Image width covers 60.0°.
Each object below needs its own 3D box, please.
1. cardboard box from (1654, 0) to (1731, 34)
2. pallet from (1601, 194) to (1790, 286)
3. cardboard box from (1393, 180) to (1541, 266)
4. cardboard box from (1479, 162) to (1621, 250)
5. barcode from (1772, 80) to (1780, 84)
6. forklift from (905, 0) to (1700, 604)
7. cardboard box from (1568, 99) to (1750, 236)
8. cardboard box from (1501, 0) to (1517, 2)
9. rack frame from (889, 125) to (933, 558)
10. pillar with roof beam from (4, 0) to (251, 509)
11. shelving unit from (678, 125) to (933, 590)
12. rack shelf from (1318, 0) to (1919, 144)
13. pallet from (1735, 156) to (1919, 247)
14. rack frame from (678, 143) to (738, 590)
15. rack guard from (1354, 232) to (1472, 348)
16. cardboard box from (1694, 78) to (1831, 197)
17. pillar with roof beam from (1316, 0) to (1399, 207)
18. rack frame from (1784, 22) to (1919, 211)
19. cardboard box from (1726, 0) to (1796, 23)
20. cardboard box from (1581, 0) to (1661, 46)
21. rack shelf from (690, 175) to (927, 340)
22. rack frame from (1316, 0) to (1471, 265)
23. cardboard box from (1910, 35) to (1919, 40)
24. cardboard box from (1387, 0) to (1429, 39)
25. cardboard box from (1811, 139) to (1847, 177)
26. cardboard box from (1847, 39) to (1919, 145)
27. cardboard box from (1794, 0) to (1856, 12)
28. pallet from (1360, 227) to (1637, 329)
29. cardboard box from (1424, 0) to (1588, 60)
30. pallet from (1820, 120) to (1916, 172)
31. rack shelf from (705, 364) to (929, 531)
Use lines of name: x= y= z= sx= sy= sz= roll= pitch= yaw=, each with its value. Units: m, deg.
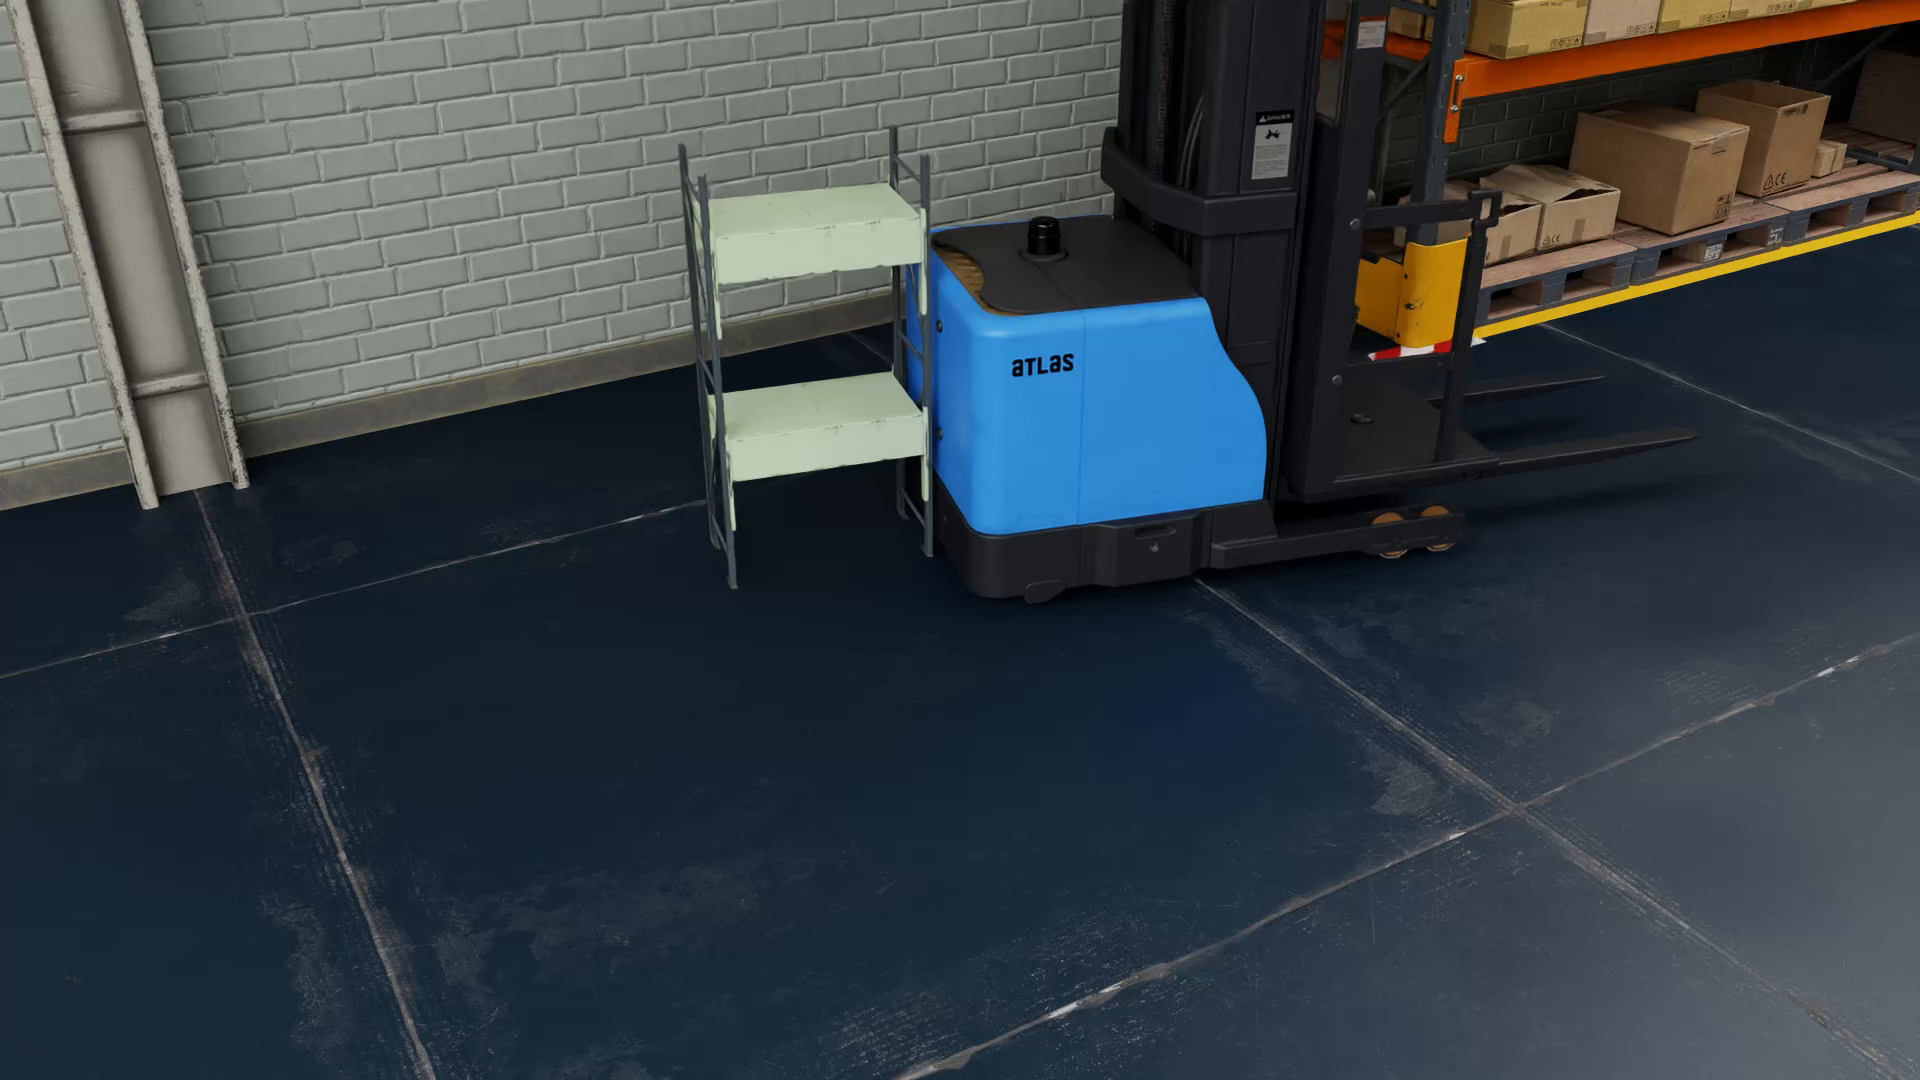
cardboard box: x=3.392 y=-2.666 z=8.111 sx=0.500 sy=0.250 sz=0.500 roll=-16 pitch=33 yaw=-27
pallet: x=3.762 y=-1.759 z=9.219 sx=1.213 sy=0.211 sz=1.003 roll=-16 pitch=33 yaw=-26
cardboard box: x=2.570 y=-1.628 z=8.422 sx=0.500 sy=0.311 sz=0.500 roll=-20 pitch=35 yaw=-32
cardboard box: x=3.061 y=-1.767 z=8.675 sx=0.500 sy=0.311 sz=0.500 roll=-13 pitch=31 yaw=-22
barcode: x=4.789 y=-2.666 z=9.776 sx=0.075 sy=0.075 sz=0.001 roll=-16 pitch=33 yaw=-26
forklift: x=1.362 y=-1.452 z=5.847 sx=3.031 sy=2.935 sz=1.130 roll=-8 pitch=30 yaw=-14
cardboard box: x=3.719 y=-2.009 z=8.917 sx=0.500 sy=0.500 sz=0.700 roll=-18 pitch=34 yaw=-29
cardboard box: x=2.492 y=-2.743 z=7.475 sx=0.500 sy=0.500 sz=0.500 roll=-16 pitch=33 yaw=-26
rack frame: x=-0.172 y=-0.684 z=5.936 sx=0.023 sy=1.500 sz=0.400 roll=-9 pitch=30 yaw=-16
pillar with roof beam: x=-0.899 y=-2.376 z=1.243 sx=0.400 sy=9.000 sz=9.100 roll=-16 pitch=33 yaw=-26
shelving unit: x=-0.519 y=-0.628 z=5.835 sx=0.755 sy=1.500 sz=0.431 roll=-9 pitch=30 yaw=-16
rack shelf: x=3.652 y=-2.655 z=8.701 sx=4.000 sy=0.370 sz=1.077 roll=-16 pitch=33 yaw=-26
pallet: x=4.815 y=-2.059 z=9.763 sx=1.213 sy=0.211 sz=1.003 roll=-16 pitch=33 yaw=-26
rack frame: x=-0.867 y=-0.572 z=5.735 sx=0.023 sy=1.500 sz=0.400 roll=-9 pitch=30 yaw=-16
rack guard: x=1.993 y=-1.404 z=8.278 sx=0.348 sy=0.500 sz=1.175 roll=-16 pitch=33 yaw=-26
cardboard box: x=4.502 y=-2.287 z=9.421 sx=0.500 sy=0.500 sz=0.500 roll=-19 pitch=34 yaw=-30
pillar with roof beam: x=4.274 y=-3.845 z=3.904 sx=0.400 sy=9.000 sz=9.100 roll=-16 pitch=33 yaw=-26
rack frame: x=5.376 y=-3.459 z=9.414 sx=0.127 sy=3.000 sz=1.000 roll=-16 pitch=33 yaw=-26
cardboard box: x=3.829 y=-2.789 z=8.333 sx=0.500 sy=0.250 sz=0.500 roll=-16 pitch=32 yaw=-26
cardboard box: x=2.950 y=-2.544 z=7.889 sx=0.500 sy=0.250 sz=0.500 roll=-17 pitch=33 yaw=-28
rack shelf: x=-0.519 y=-0.970 z=5.647 sx=0.720 sy=0.370 sz=0.431 roll=-9 pitch=30 yaw=-16
rack frame: x=1.928 y=-2.480 z=7.640 sx=0.127 sy=3.000 sz=1.000 roll=-16 pitch=33 yaw=-26
cardboard box: x=6.423 y=-2.892 z=10.518 sx=0.500 sy=0.500 sz=0.700 roll=-17 pitch=33 yaw=-27
cardboard box: x=2.232 y=-2.619 z=8.025 sx=0.500 sy=0.250 sz=0.500 roll=-15 pitch=32 yaw=-26
cardboard box: x=4.930 y=-2.268 z=9.732 sx=0.250 sy=0.166 sz=0.380 roll=-21 pitch=35 yaw=-33
cardboard box: x=6.003 y=-2.745 z=10.251 sx=0.500 sy=0.500 sz=0.700 roll=-15 pitch=32 yaw=-25
cardboard box: x=4.262 y=-2.912 z=8.557 sx=0.500 sy=0.250 sz=0.500 roll=-16 pitch=33 yaw=-27
pallet: x=2.712 y=-1.462 z=8.681 sx=1.213 sy=0.211 sz=1.003 roll=-16 pitch=33 yaw=-26
cardboard box: x=2.509 y=-2.411 z=7.648 sx=0.500 sy=0.250 sz=0.500 roll=-17 pitch=33 yaw=-28
pallet: x=6.047 y=-2.430 z=10.434 sx=1.213 sy=0.211 sz=1.003 roll=-16 pitch=33 yaw=-26
rack shelf: x=-0.519 y=-0.342 z=5.993 sx=0.720 sy=0.370 sz=0.431 roll=-9 pitch=30 yaw=-16
